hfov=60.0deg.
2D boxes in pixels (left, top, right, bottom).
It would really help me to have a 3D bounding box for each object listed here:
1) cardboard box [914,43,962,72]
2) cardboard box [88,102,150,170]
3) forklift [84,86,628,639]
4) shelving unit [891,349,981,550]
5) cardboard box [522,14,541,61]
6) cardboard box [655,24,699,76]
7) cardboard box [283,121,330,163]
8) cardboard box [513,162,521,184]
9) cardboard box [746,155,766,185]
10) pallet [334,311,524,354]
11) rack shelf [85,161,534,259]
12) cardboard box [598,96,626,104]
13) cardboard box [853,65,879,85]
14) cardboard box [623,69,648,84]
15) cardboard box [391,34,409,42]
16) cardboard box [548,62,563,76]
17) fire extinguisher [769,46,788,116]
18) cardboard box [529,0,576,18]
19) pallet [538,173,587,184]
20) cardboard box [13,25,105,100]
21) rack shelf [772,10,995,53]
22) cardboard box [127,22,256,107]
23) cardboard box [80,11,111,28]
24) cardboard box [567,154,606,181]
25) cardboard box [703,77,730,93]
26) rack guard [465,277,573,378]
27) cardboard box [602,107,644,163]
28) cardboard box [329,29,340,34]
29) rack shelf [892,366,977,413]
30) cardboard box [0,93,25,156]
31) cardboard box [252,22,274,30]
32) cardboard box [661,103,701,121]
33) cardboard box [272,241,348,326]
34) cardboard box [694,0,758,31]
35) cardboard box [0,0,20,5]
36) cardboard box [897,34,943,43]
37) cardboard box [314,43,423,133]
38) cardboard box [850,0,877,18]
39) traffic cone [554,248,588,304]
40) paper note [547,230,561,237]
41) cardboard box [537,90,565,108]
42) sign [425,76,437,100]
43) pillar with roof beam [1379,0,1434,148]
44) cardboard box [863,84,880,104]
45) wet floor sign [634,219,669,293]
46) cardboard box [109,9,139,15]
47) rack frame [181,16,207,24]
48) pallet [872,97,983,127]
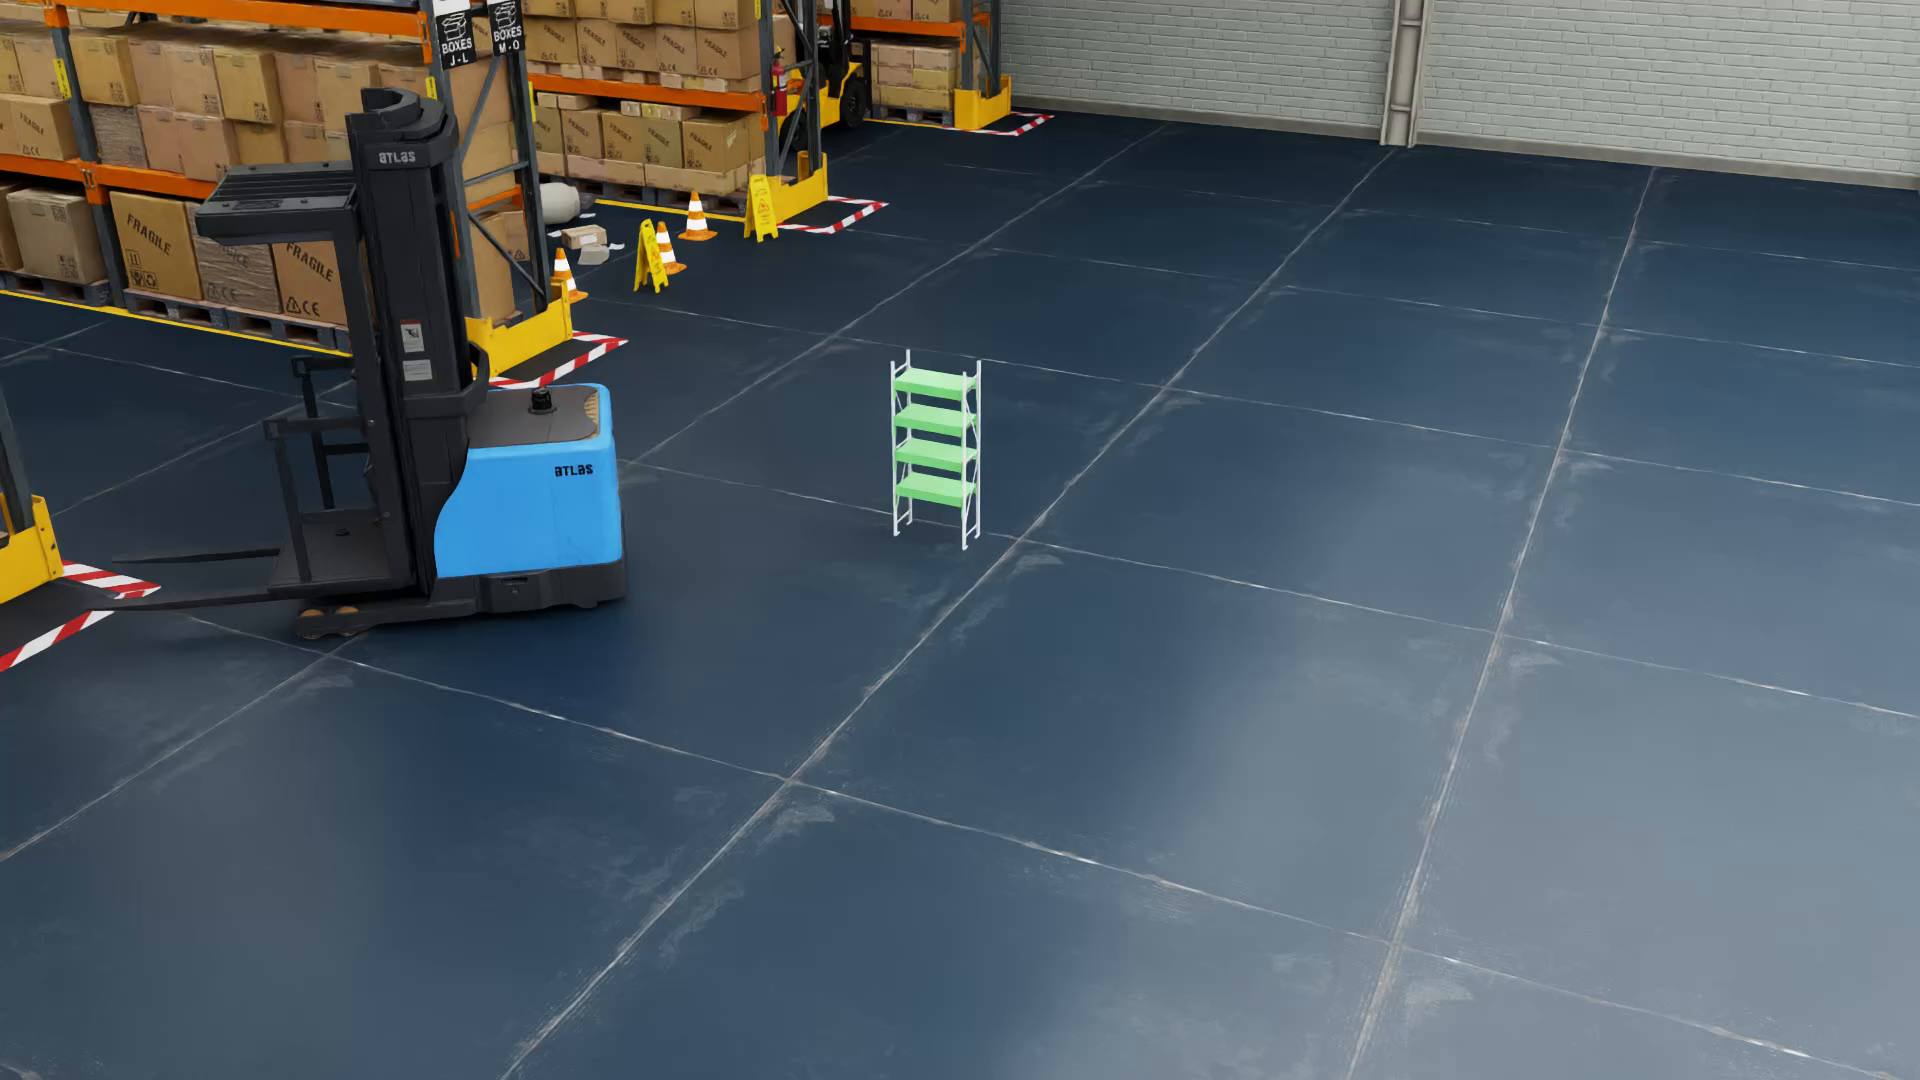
[{"bbox_3d":[-0.267,-6.273,21.600,0.500,0.250,0.500,12,29,24],"label":"cardboard box"},{"bbox_3d":[-7.027,-3.641,14.580,0.550,0.550,0.875,11,28,22],"label":"cardboard box"},{"bbox_3d":[-3.559,-0.998,9.459,3.031,2.935,1.130,-5,27,-10],"label":"forklift"},{"bbox_3d":[-0.151,-0.569,10.546,0.503,1.200,0.258,11,28,22],"label":"shelving unit"},{"bbox_3d":[-4.659,-5.549,18.174,0.500,0.500,0.500,11,28,22],"label":"cardboard box"},{"bbox_3d":[-2.832,-5.174,17.413,0.500,0.500,0.500,11,28,22],"label":"cardboard box"},{"bbox_3d":[-5.051,-3.267,13.819,0.550,0.550,0.875,11,28,22],"label":"cardboard box"},{"bbox_3d":[-4.999,-3.782,17.863,0.500,0.500,0.500,-12,29,-23],"label":"cardboard box"},{"bbox_3d":[-2.390,-4.127,18.375,0.500,0.250,0.500,11,28,21],"label":"cardboard box"},{"bbox_3d":[-4.487,-1.769,14.104,1.213,0.211,1.003,11,28,22],"label":"pallet"},{"bbox_3d":[-5.547,-2.948,14.156,4.000,0.370,1.077,11,28,22],"label":"rack shelf"},{"bbox_3d":[-3.833,-4.751,18.793,0.500,0.500,0.500,13,29,24],"label":"cardboard box"},{"bbox_3d":[-1.222,-6.235,22.089,0.500,0.250,0.500,11,28,21],"label":"cardboard box"},{"bbox_3d":[-3.392,-4.989,17.772,0.250,0.149,0.380,11,28,21],"label":"cardboard box"},{"bbox_3d":[-6.226,-5.759,18.861,0.250,0.149,0.380,10,28,20],"label":"cardboard box"},{"bbox_3d":[-4.285,-5.189,18.178,0.250,0.149,0.380,11,28,22],"label":"cardboard box"},{"bbox_3d":[-1.856,-4.673,16.933,0.183,0.674,0.296,11,28,22],"label":"fire extinguisher"},{"bbox_3d":[-4.198,-5.900,17.755,0.500,0.500,0.700,11,28,21],"label":"cardboard box"},{"bbox_3d":[-4.785,-4.286,19.216,1.213,0.211,1.003,11,28,22],"label":"pallet"},{"bbox_3d":[-7.822,-4.218,14.677,0.500,0.500,0.700,11,28,21],"label":"cardboard box"},{"bbox_3d":[-1.539,-6.953,22.291,4.000,0.370,1.077,11,28,22],"label":"rack shelf"},{"bbox_3d":[-6.498,-4.053,14.194,0.550,0.550,0.875,11,28,22],"label":"cardboard box"},{"bbox_3d":[-10.543,-6.483,20.692,0.500,0.250,0.500,11,28,21],"label":"cardboard box"},{"bbox_3d":[-4.011,-4.195,18.511,0.500,0.250,0.500,11,28,21],"label":"cardboard box"},{"bbox_3d":[-2.475,-4.785,17.358,0.250,0.149,0.380,11,28,21],"label":"cardboard box"},{"bbox_3d":[-3.705,-1.779,13.798,0.348,0.500,1.175,11,28,22],"label":"rack guard"},{"bbox_3d":[-3.540,-4.436,18.152,0.500,0.500,0.500,11,28,21],"label":"cardboard box"},{"bbox_3d":[-7.114,-5.986,19.321,0.250,0.149,0.380,10,28,20],"label":"cardboard box"},{"bbox_3d":[-0.151,-0.942,10.363,0.480,0.148,0.258,11,28,22],"label":"rack shelf"},{"bbox_3d":[-8.414,-3.762,14.881,0.500,0.500,0.500,11,28,21],"label":"cardboard box"},{"bbox_3d":[-8.118,-6.126,19.605,0.250,0.149,0.380,12,28,22],"label":"cardboard box"},{"bbox_3d":[-2.969,-4.578,17.706,0.250,0.149,0.380,12,29,23],"label":"cardboard box"},{"bbox_3d":[-5.173,-2.398,14.154,0.875,0.875,0.875,11,28,21],"label":"cardboard box"},{"bbox_3d":[-2.325,-5.546,17.037,0.500,0.500,0.700,11,28,21],"label":"cardboard box"},{"bbox_3d":[-11.923,-6.987,21.149,0.500,0.250,0.500,12,29,23],"label":"cardboard box"},{"bbox_3d":[-0.534,-6.568,22.199,0.500,0.250,0.500,11,28,22],"label":"cardboard box"},{"bbox_3d":[-4.587,-3.604,13.281,0.550,0.550,0.875,11,28,22],"label":"cardboard box"},{"bbox_3d":[-1.210,-7.132,21.726,0.500,0.500,0.500,11,28,21],"label":"cardboard box"},{"bbox_3d":[-3.622,-2.435,15.172,0.334,0.463,0.336,11,28,22],"label":"traffic cone"},{"bbox_3d":[-4.165,-3.165,17.156,0.142,0.019,0.148,23,35,39],"label":"paper note"},{"bbox_3d":[-4.428,-4.871,18.301,0.250,0.149,0.380,13,29,24],"label":"cardboard box"},{"bbox_3d":[-3.964,-3.315,12.508,0.005,0.325,0.100,11,28,22],"label":"sign"},{"bbox_3d":[3.701,-7.264,15.315,0.400,9.000,9.100,11,28,22],"label":"pillar with roof beam"},{"bbox_3d":[-1.177,-6.014,22.206,0.500,0.250,0.500,12,29,22],"label":"cardboard box"},{"bbox_3d":[-2.881,-2.640,15.381,0.232,0.644,0.267,6,27,13],"label":"wet floor sign"},{"bbox_3d":[-10.067,-6.612,20.388,0.500,0.250,0.500,11,28,20],"label":"cardboard box"},{"bbox_3d":[-9.052,-6.377,20.306,0.127,3.000,1.000,11,28,22],"label":"rack frame"},{"bbox_3d":[-0.432,-5.782,22.256,1.213,0.211,1.003,11,28,22],"label":"pallet"}]
